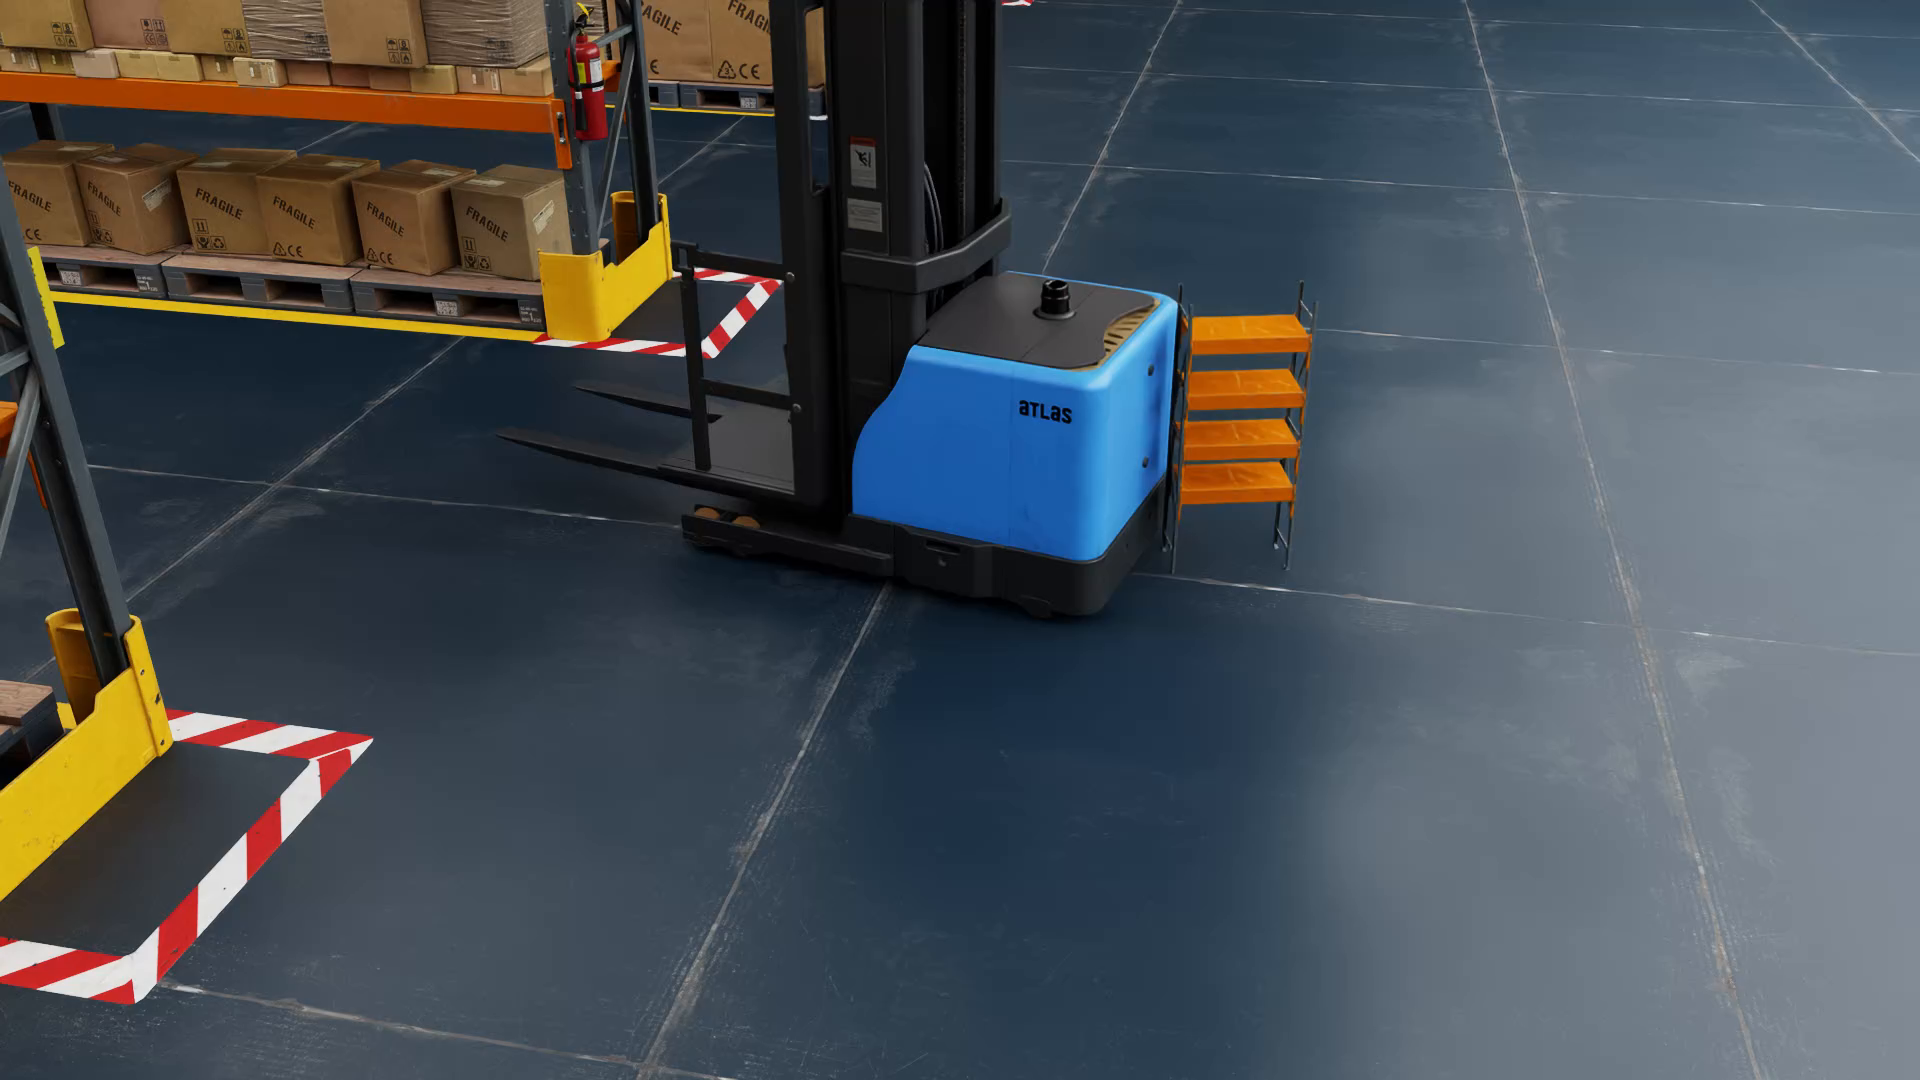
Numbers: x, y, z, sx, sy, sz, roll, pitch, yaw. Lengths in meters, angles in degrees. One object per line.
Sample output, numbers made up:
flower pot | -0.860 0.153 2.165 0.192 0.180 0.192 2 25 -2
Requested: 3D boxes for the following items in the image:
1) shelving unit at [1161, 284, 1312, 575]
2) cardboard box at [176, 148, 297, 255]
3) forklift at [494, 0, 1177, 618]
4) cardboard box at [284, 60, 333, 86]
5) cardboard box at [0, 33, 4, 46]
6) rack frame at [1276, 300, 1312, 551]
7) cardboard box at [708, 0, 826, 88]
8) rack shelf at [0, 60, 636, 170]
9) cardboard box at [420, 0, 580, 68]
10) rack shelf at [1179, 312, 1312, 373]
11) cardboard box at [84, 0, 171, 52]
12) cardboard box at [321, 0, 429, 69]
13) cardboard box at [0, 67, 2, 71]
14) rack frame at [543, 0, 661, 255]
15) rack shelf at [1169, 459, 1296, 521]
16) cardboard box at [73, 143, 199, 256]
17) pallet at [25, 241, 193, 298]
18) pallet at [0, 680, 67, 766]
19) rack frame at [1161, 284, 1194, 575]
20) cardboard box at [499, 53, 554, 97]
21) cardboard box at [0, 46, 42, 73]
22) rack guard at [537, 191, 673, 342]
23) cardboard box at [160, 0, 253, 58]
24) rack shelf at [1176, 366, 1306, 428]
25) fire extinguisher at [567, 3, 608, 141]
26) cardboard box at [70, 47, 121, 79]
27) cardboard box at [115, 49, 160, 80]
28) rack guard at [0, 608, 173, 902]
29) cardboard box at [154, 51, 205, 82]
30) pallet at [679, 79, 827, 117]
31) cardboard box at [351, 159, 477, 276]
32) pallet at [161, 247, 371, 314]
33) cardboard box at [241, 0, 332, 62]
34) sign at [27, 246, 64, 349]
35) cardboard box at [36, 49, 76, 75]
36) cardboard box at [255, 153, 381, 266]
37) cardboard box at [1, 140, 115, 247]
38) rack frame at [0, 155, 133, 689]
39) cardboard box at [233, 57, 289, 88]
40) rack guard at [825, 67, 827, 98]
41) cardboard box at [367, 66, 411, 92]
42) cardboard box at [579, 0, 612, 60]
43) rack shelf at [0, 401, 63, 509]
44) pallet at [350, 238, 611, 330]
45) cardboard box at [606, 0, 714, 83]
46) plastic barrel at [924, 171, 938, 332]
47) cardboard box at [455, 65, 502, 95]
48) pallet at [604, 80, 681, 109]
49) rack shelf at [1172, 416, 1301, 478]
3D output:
shelving unit | 1.126 -0.443 6.810 0.499 1.200 0.258 -2 29 -4
cardboard box | -4.308 -2.045 10.027 0.500 0.500 0.500 3 29 6
forklift | -2.172 -5.729 14.663 13.132 2.935 16.207 12 31 21
cardboard box | -3.512 -2.633 9.198 0.250 0.149 0.380 6 29 11
cardboard box | -5.449 -3.195 9.549 0.500 0.500 0.875 6 29 11
rack frame | 1.372 -0.452 6.827 0.006 1.046 0.228 -2 29 -4
cardboard box | -1.507 -4.302 13.760 0.875 0.875 0.875 6 29 11
rack shelf | -3.920 -2.579 9.586 4.000 0.370 1.077 6 29 11
cardboard box | -2.497 -2.936 9.076 0.500 0.500 0.875 6 29 11
rack shelf | 1.128 -0.788 6.622 0.480 0.148 0.258 -2 29 -4
cardboard box | -4.457 -3.126 9.422 0.500 0.500 0.875 6 29 11
cardboard box | -3.011 -2.930 9.065 0.500 0.500 0.875 6 29 11
cardboard box | -5.487 -2.791 9.486 0.250 0.149 0.380 6 29 11
rack frame | -1.964 -2.694 9.047 0.127 3.000 1.000 6 29 11
rack shelf | 1.128 -0.210 6.938 0.480 0.148 0.258 -2 29 -4
cardboard box | -4.932 -2.070 10.073 0.500 0.500 0.500 16 32 26
pallet | -5.212 -1.821 10.357 1.213 0.211 1.003 6 29 11
pallet | -3.876 0.786 5.595 1.213 0.211 1.003 6 29 11
rack frame | 0.885 -0.435 6.795 0.015 1.200 0.240 -2 29 -4
cardboard box | -2.286 -2.515 8.983 0.250 0.149 0.380 6 29 11
cardboard box | -5.237 -2.779 9.464 0.250 0.149 0.380 6 29 11
rack guard | -2.039 -1.605 9.661 0.348 0.500 1.175 6 29 11
cardboard box | -3.977 -3.056 9.295 0.500 0.500 0.875 6 29 11
rack shelf | 1.128 -0.581 6.735 0.480 0.148 0.258 -2 29 -4
fire extinguisher | -1.949 -2.432 8.649 0.183 0.674 0.296 6 29 11
cardboard box | -4.754 -2.714 9.345 0.250 0.149 0.380 6 29 11
cardboard box | -4.501 -2.708 9.335 0.250 0.149 0.380 6 29 11
rack guard | -3.083 0.743 5.372 0.348 0.500 1.175 6 29 11
cardboard box | -4.259 -2.678 9.279 0.250 0.149 0.380 6 29 11
pallet | -1.628 -3.833 14.032 1.213 0.211 1.003 6 29 11
cardboard box | -3.163 -1.896 9.755 0.500 0.500 0.500 14 32 24
pallet | -4.015 -1.700 10.135 1.213 0.211 1.003 6 29 11
cardboard box | -3.491 -3.001 9.193 0.500 0.500 0.875 6 29 11
sign | -2.880 -0.747 5.203 0.005 0.325 0.100 6 29 11
cardboard box | -4.990 -2.758 9.426 0.250 0.149 0.380 6 29 11
cardboard box | -3.772 -1.968 9.886 0.500 0.500 0.500 9 30 15
cardboard box | -5.493 -2.124 10.172 0.500 0.500 0.500 5 29 9
rack frame | -2.999 -0.368 4.798 0.127 3.000 1.000 6 29 11
cardboard box | -3.775 -2.617 9.167 0.250 0.149 0.380 6 29 11
rack guard | -0.806 -3.914 13.879 0.348 0.500 1.175 6 29 11
cardboard box | -3.027 -2.574 9.090 0.250 0.149 0.380 6 29 11
cardboard box | -3.259 -4.482 14.088 0.875 0.875 0.875 6 29 11
rack shelf | -4.955 -0.253 5.338 4.000 0.370 1.077 6 29 11
pallet | -2.826 -1.577 9.910 1.213 0.211 1.003 6 29 11
cardboard box | -2.368 -4.390 13.920 0.875 0.875 0.875 5 29 10
plastic barrel | -6.096 -0.775 6.692 11.695 1.474 2.972 6 29 11
cardboard box | -2.531 -2.541 9.029 0.250 0.149 0.380 6 29 11
pallet | -2.818 -3.957 14.258 1.213 0.211 1.003 6 29 11
rack shelf | 1.128 -0.384 6.843 0.480 0.148 0.258 -2 29 -4
